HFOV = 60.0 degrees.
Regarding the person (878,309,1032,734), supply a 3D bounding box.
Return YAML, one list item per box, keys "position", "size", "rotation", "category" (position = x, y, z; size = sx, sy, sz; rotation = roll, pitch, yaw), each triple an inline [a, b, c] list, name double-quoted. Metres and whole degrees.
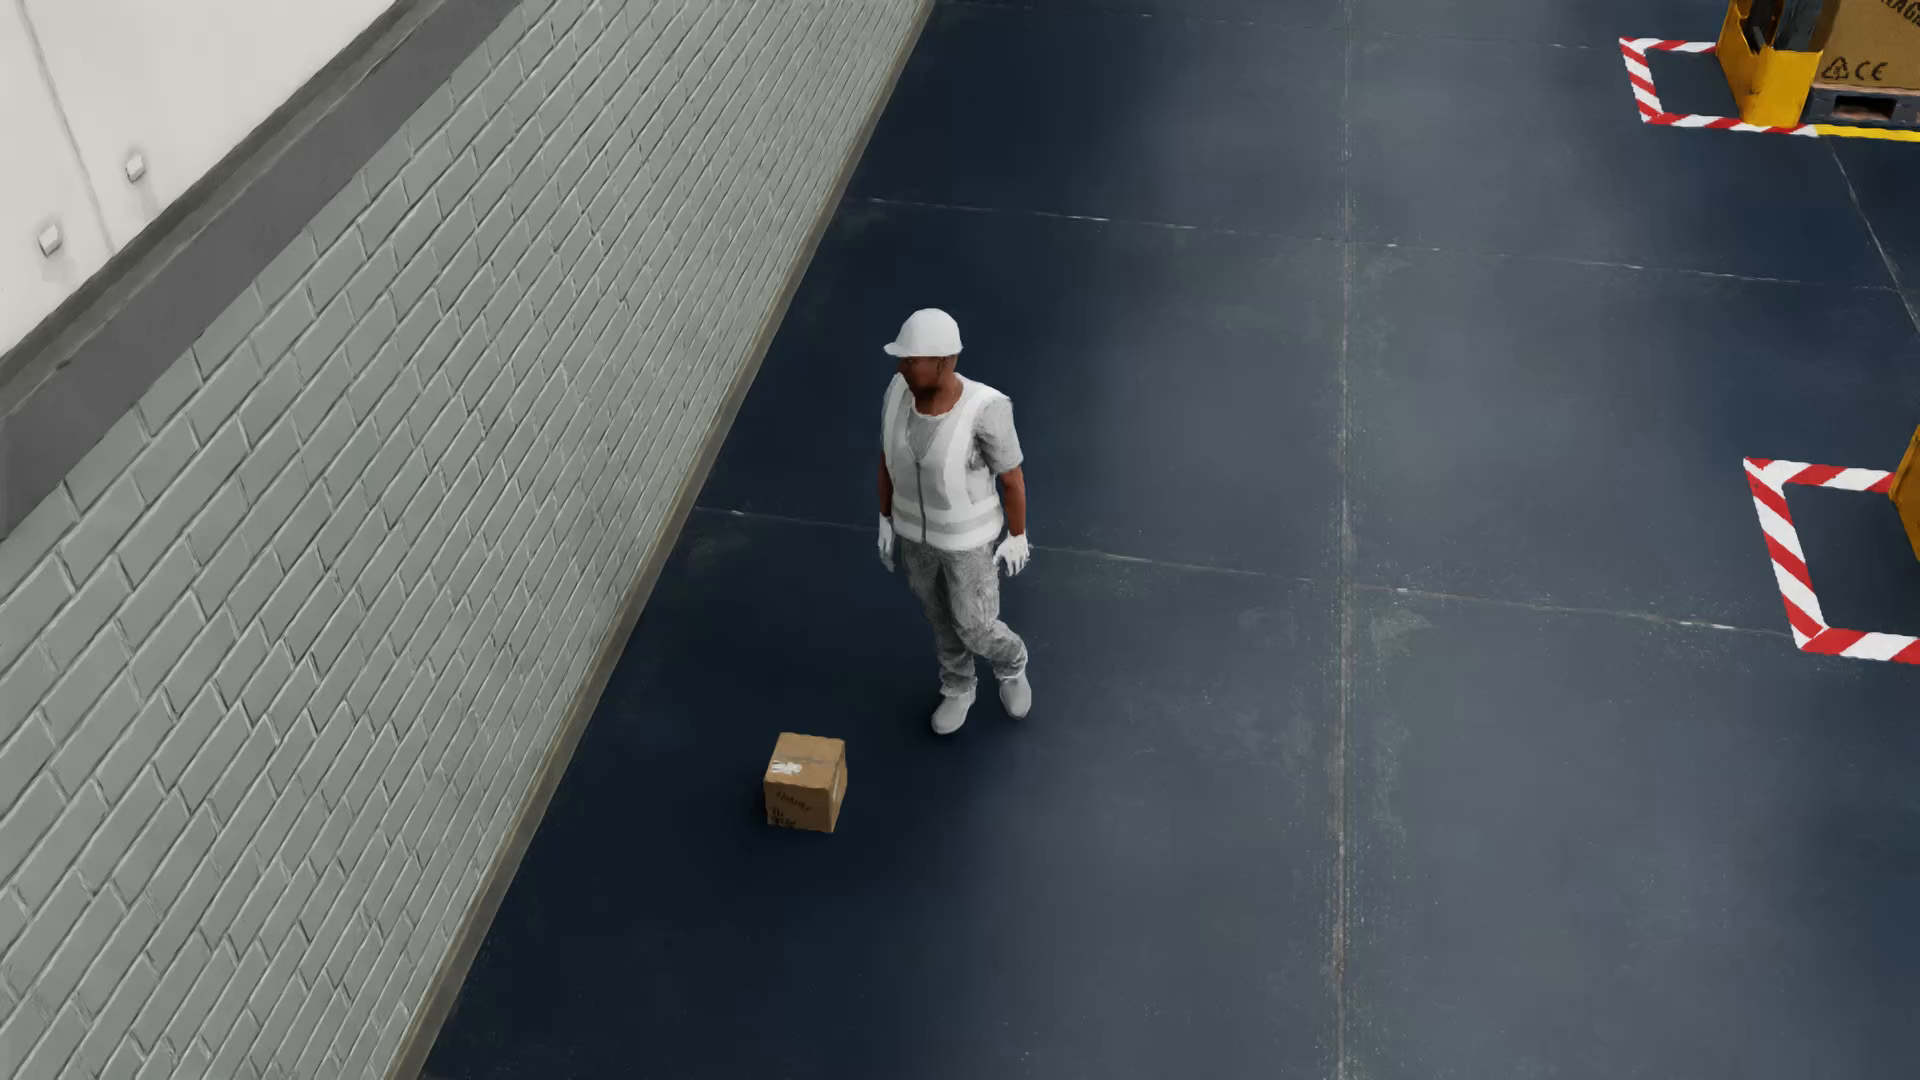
- position: [-0.034, -0.036, 6.179]
  size: [0.625, 1.776, 0.456]
  rotation: [21, 44, 23]
  category: "person"
